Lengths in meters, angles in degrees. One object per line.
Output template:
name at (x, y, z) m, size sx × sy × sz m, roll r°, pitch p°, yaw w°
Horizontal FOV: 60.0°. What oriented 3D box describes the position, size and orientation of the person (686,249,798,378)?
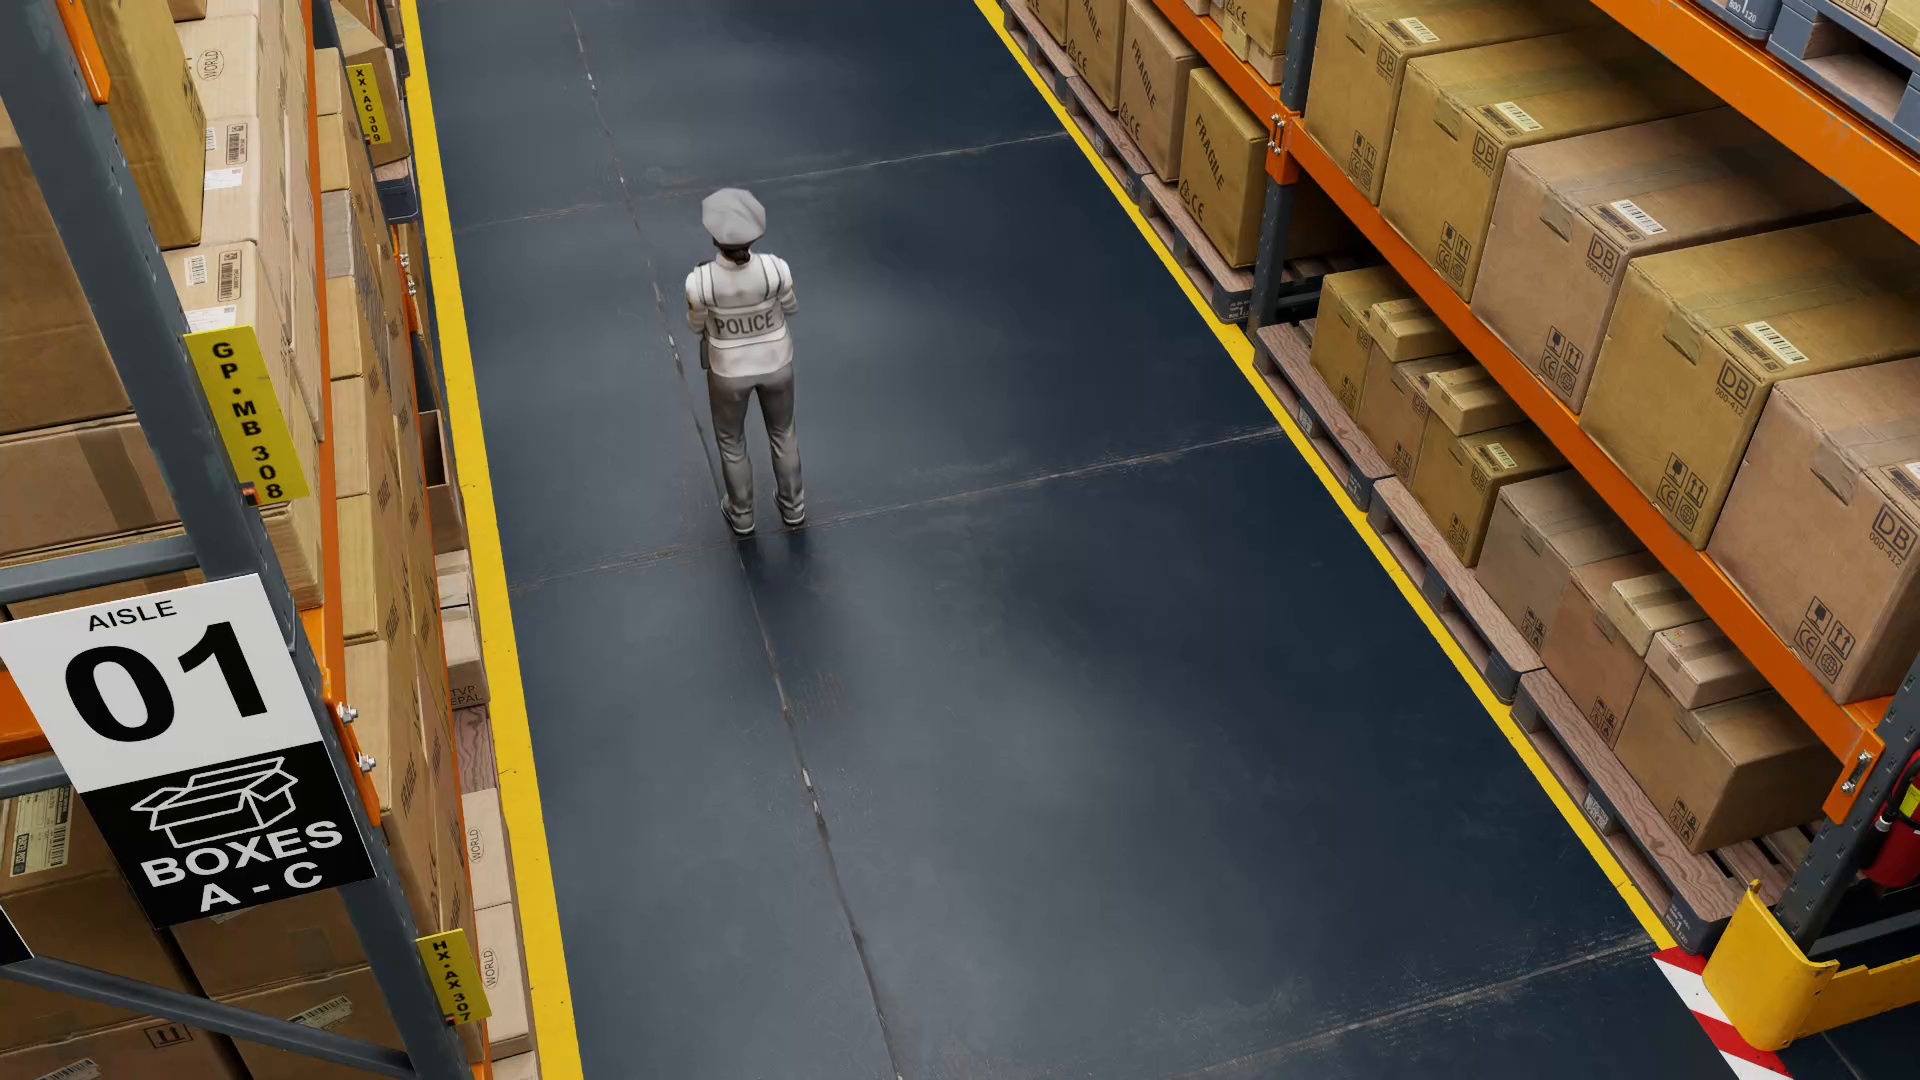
person at (-0.890, -0.987, 6.759) m, size 0.459 × 0.548 × 0.412 m, roll -11°, pitch 44°, yaw -12°
